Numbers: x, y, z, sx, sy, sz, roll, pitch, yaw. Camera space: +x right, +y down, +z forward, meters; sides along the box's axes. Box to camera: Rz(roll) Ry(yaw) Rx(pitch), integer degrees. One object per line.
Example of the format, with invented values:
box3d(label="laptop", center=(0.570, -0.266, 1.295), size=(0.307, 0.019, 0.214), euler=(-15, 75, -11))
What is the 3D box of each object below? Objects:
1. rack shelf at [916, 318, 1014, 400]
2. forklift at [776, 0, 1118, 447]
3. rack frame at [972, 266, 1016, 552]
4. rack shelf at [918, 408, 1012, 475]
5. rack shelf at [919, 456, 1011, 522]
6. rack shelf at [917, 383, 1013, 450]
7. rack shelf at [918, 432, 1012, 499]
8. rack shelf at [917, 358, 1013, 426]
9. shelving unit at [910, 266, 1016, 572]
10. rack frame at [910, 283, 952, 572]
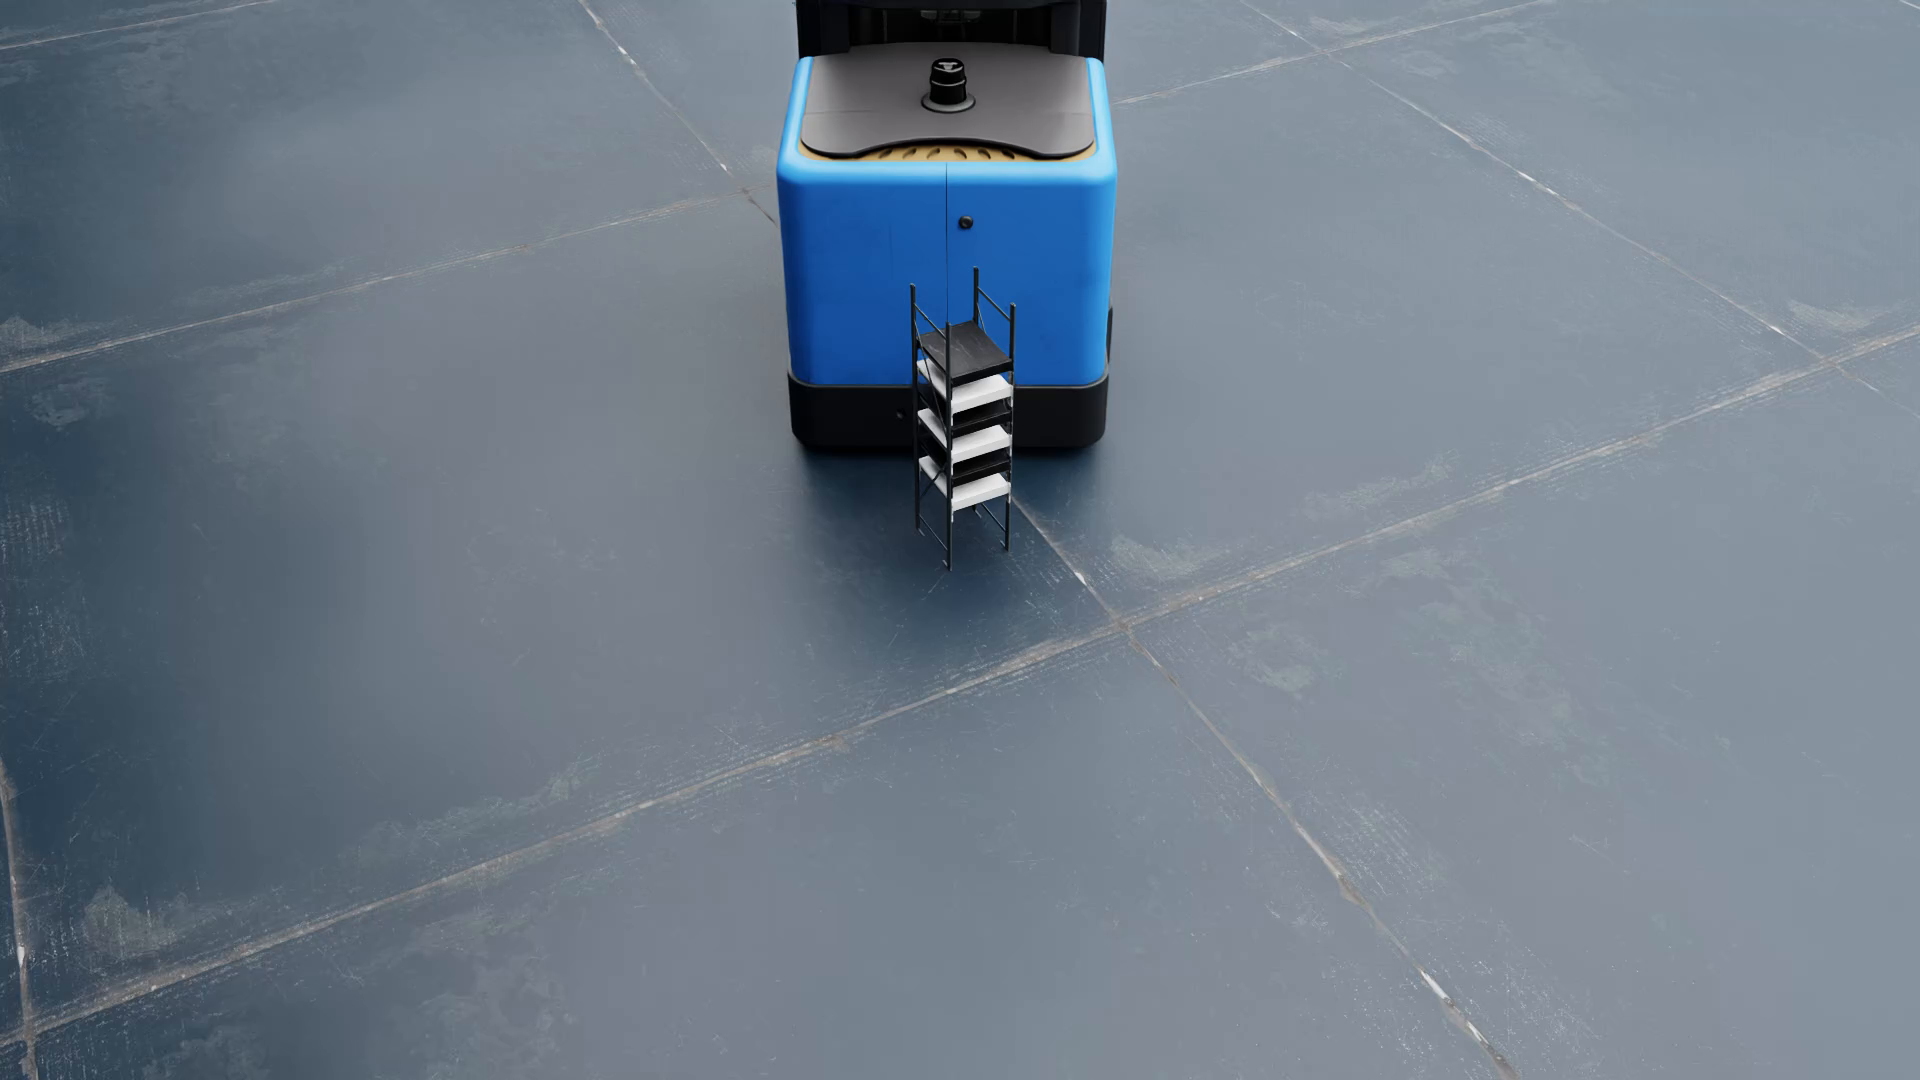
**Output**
box3d(label="rack shelf", center=(0.007, -0.527, 4.809), size=(0.200, 0.077, 0.258), euler=(-19, 44, -21))
box3d(label="forklift", center=(-0.029, -2.350, 5.757), size=(1.130, 2.935, 3.031), euler=(0, 40, 0))
box3d(label="rack frame", center=(0.097, -0.376, 4.998), size=(0.006, 0.900, 0.240), euler=(-19, 44, -21))
box3d(label="rack shelf", center=(0.007, -0.320, 4.984), size=(0.200, 0.077, 0.258), euler=(-19, 44, -21))
box3d(label="rack shelf", center=(0.007, -0.183, 5.100), size=(0.200, 0.077, 0.258), euler=(-19, 44, -21))
box3d(label="rack shelf", center=(0.007, -0.389, 4.925), size=(0.200, 0.077, 0.258), euler=(-19, 44, -21))
box3d(label="rack shelf", center=(0.007, -0.252, 5.042), size=(0.200, 0.077, 0.258), euler=(-19, 44, -21))
box3d(label="rack shelf", center=(0.007, -0.458, 4.867), size=(0.200, 0.077, 0.258), euler=(-19, 44, -21))
box3d(label="shelving unit", center=(0.007, -0.346, 4.962), size=(0.210, 0.900, 0.258), euler=(-19, 44, -21))
box3d(label="rack frame", center=(-0.083, -0.316, 4.926), size=(0.006, 0.900, 0.240), euler=(-19, 44, -21))
